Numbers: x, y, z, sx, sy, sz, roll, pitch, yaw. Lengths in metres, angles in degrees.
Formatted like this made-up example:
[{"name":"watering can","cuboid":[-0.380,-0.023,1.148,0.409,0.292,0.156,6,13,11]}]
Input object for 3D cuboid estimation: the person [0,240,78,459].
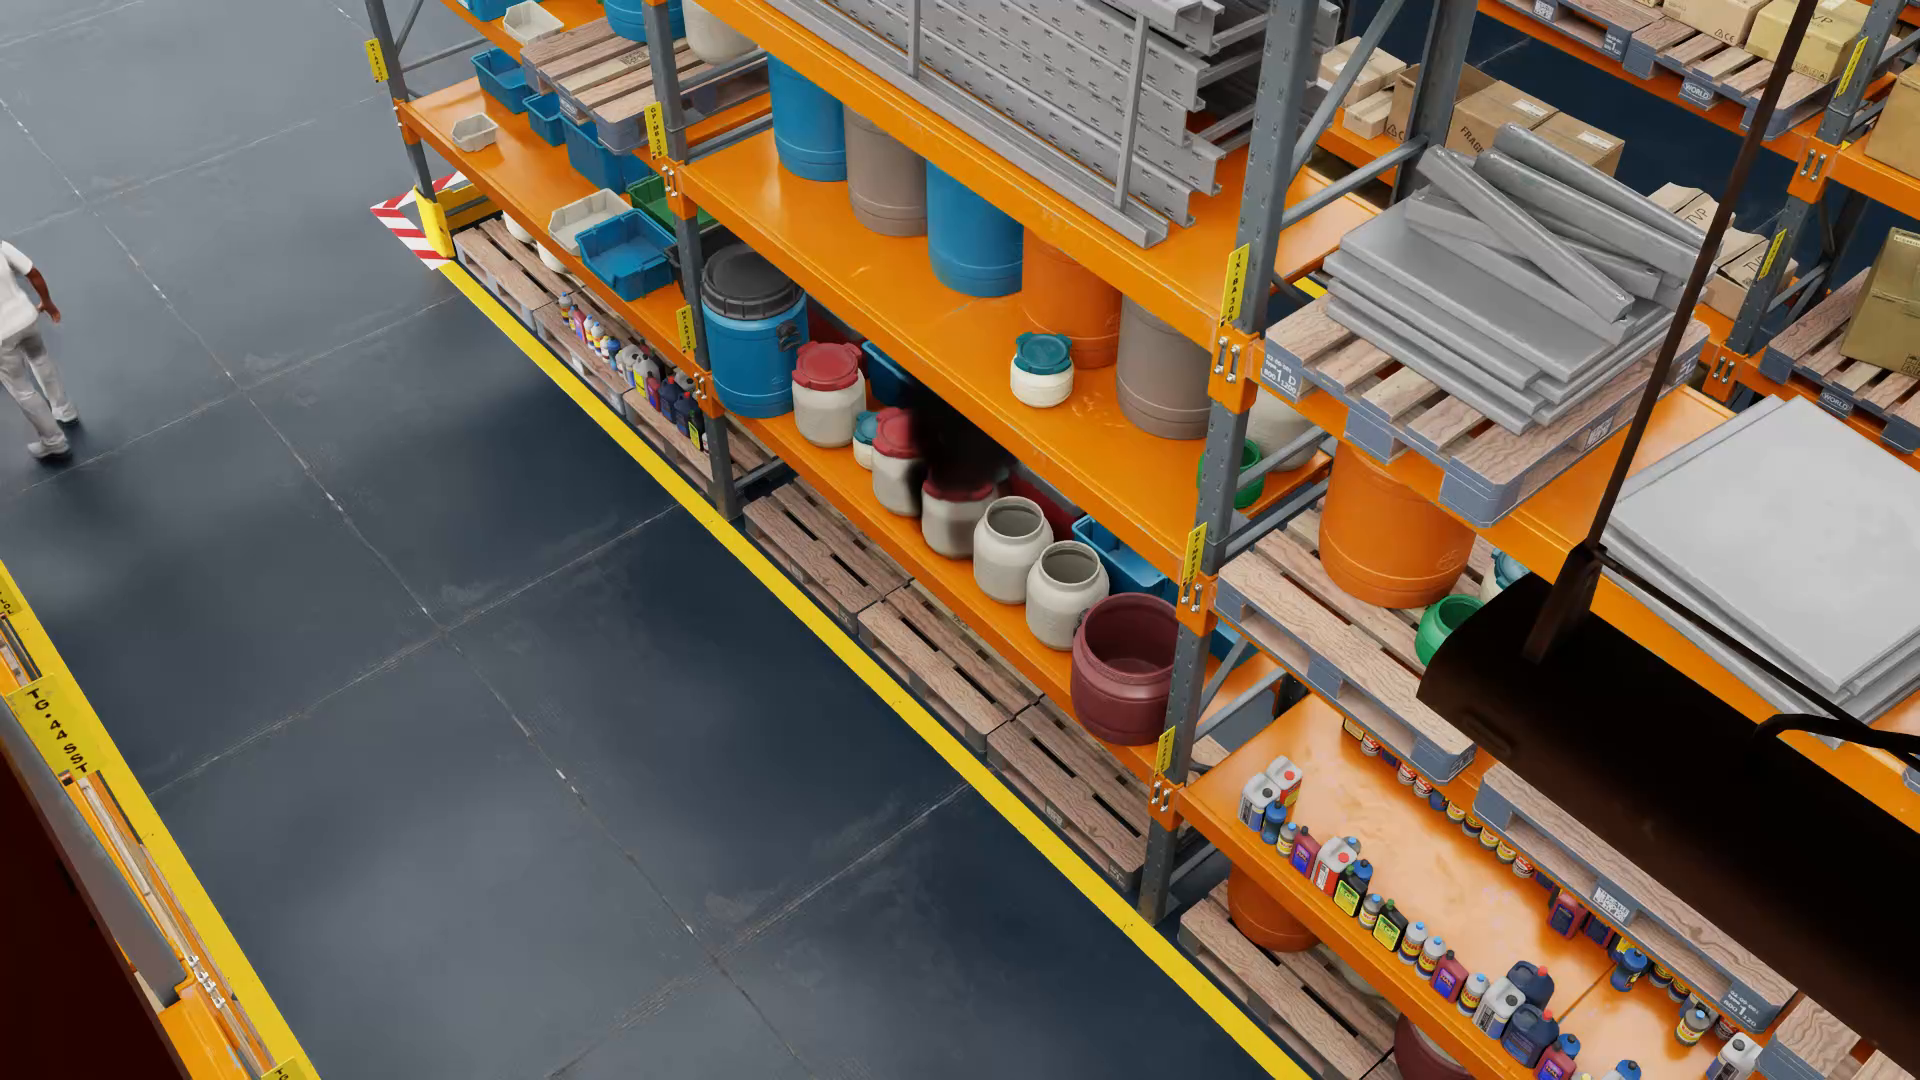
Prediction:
[{"name":"person","cuboid":[-6.374,-1.407,11.162,0.736,1.745,0.696,26,52,22]}]
